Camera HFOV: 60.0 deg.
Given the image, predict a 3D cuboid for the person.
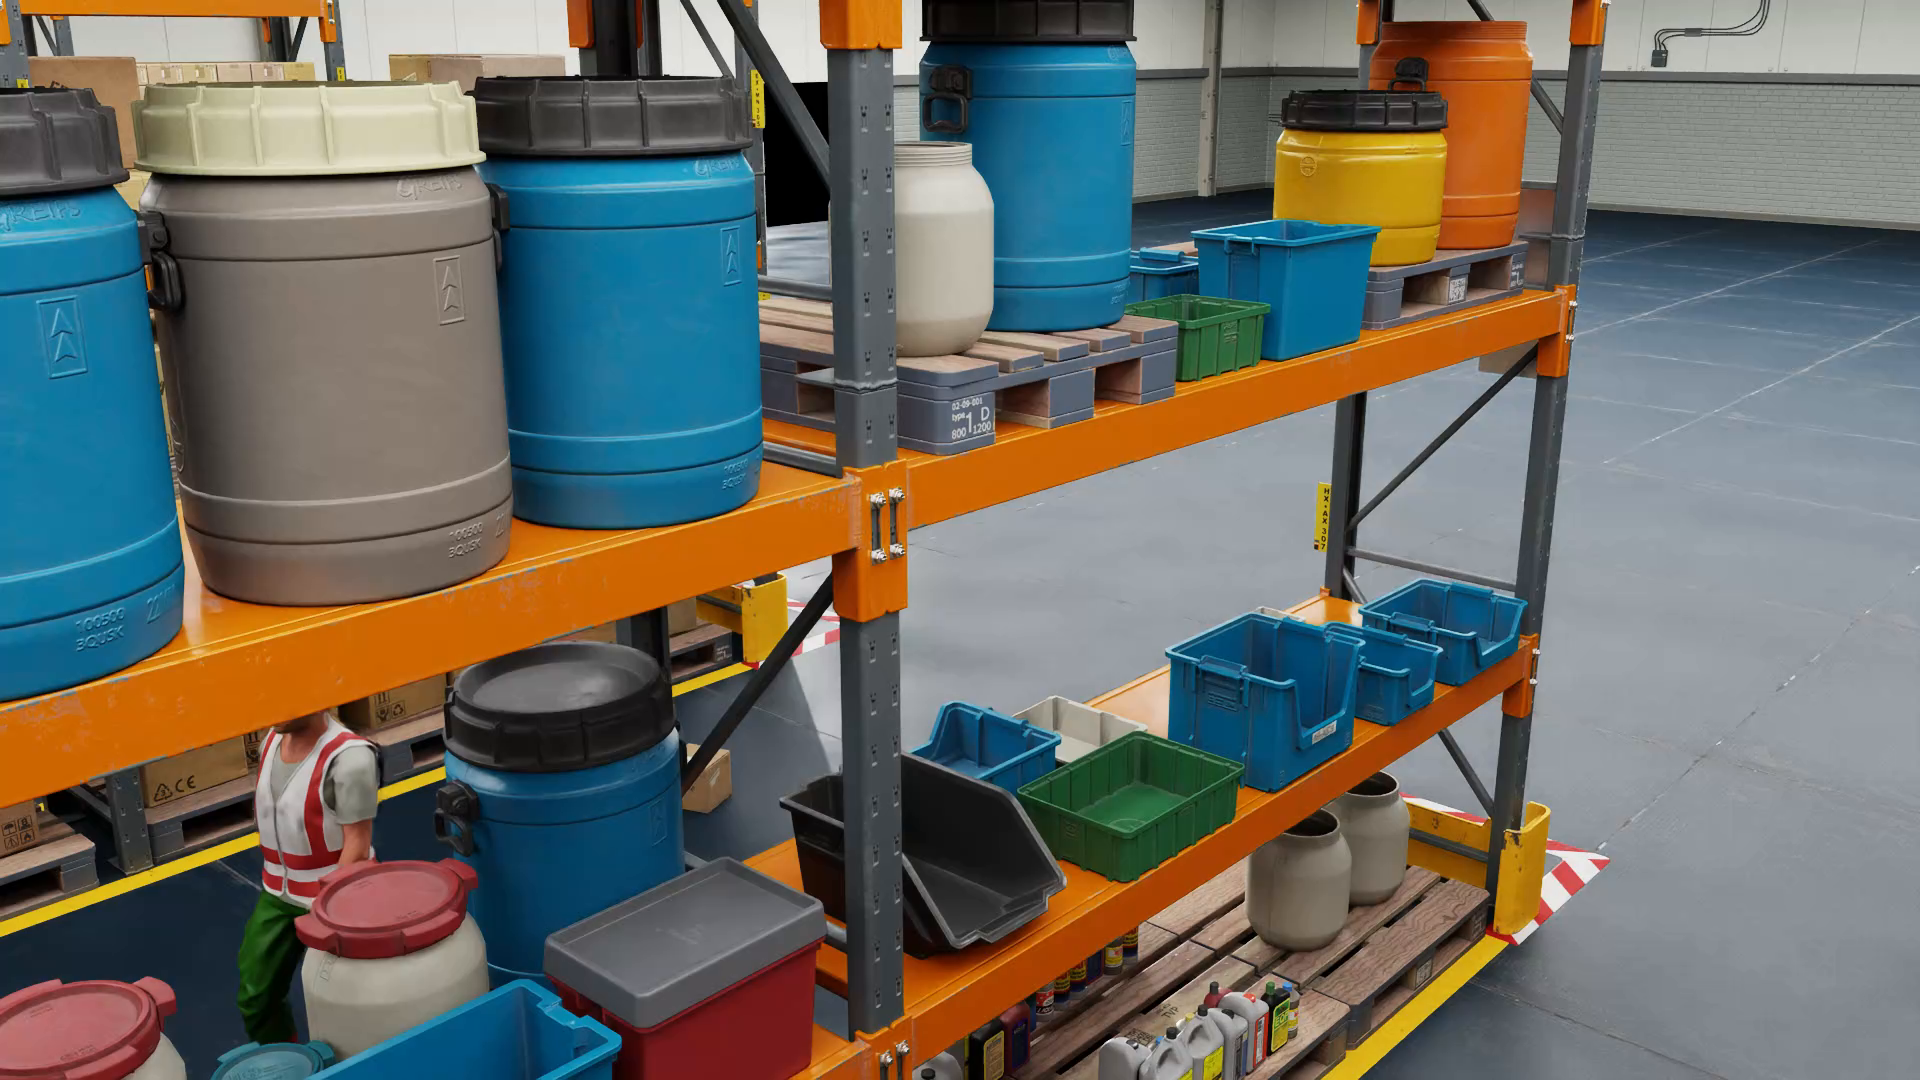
[{"bbox_3d":[-2.262,1.282,5.774,0.535,1.847,0.621,8,18,24],"label":"person"}]
